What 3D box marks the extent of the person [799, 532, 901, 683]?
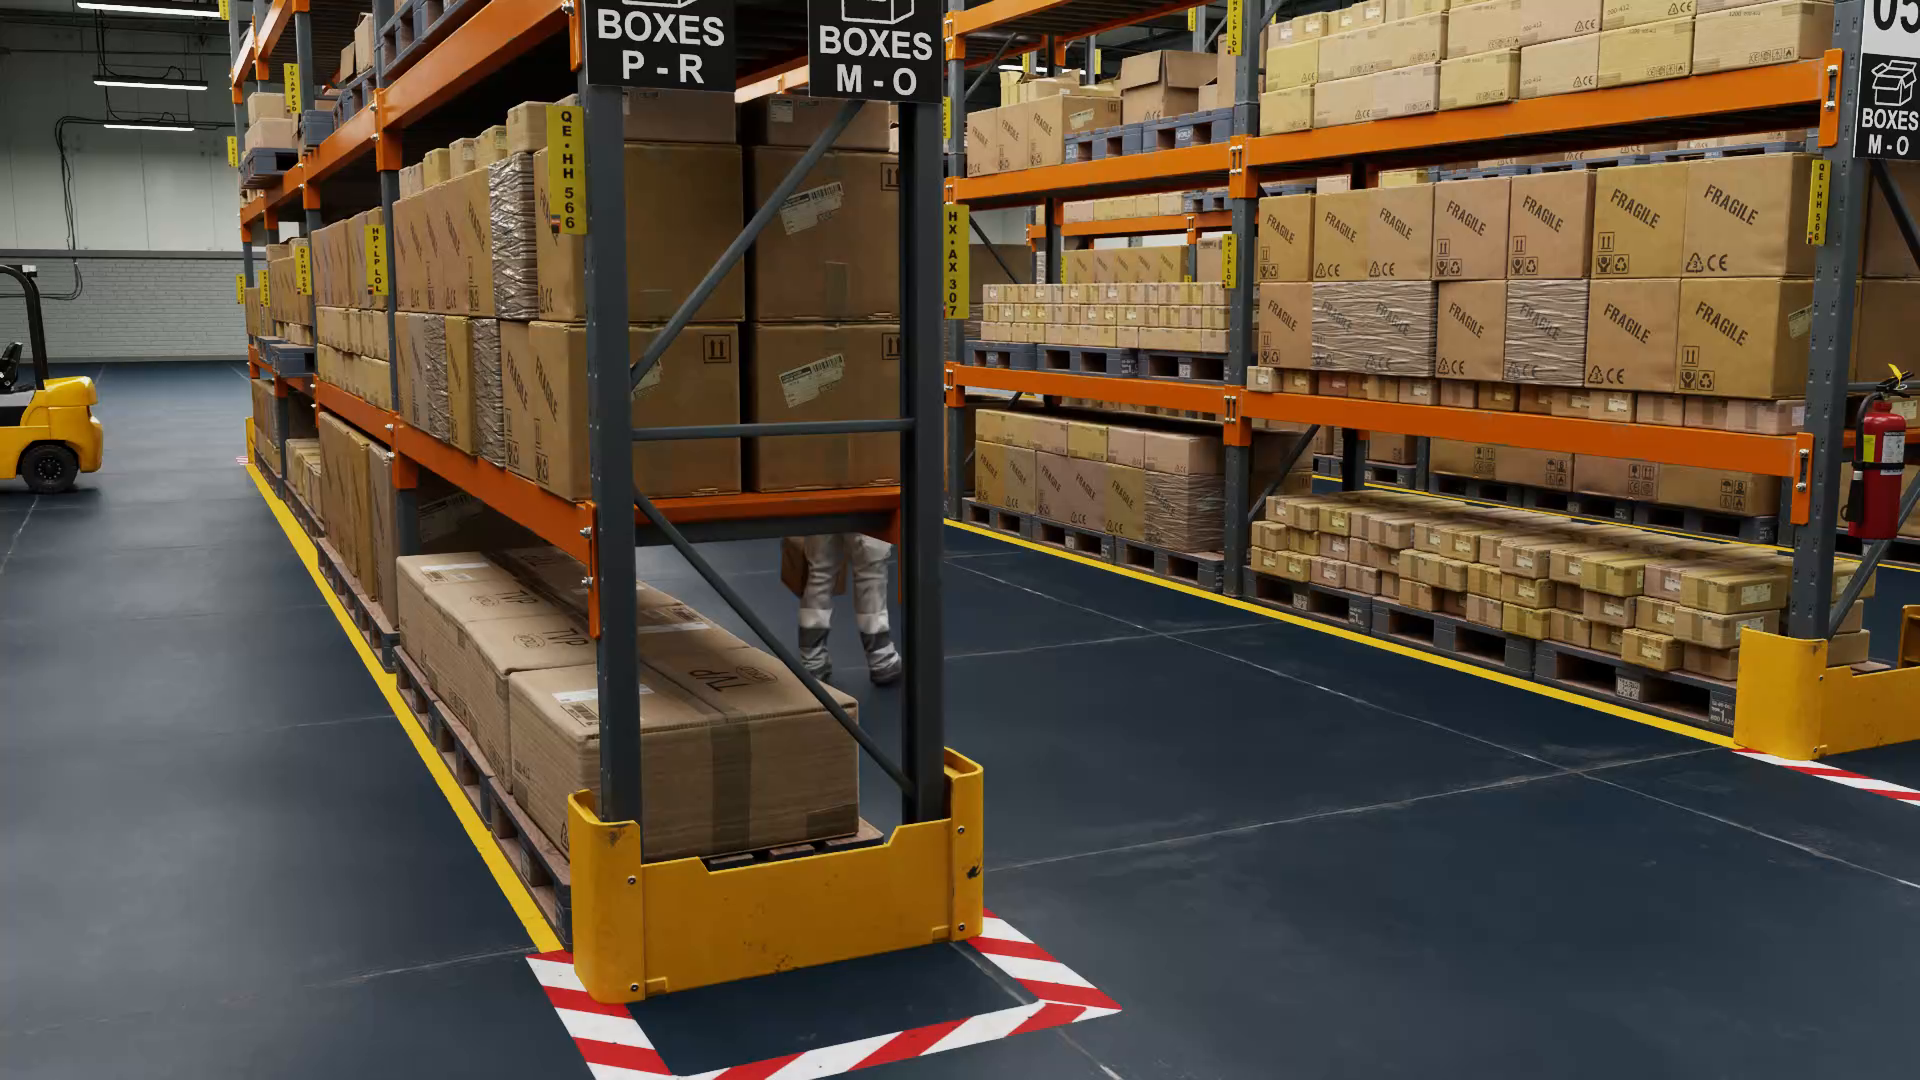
[{"bbox_3d":[-0.500,-0.215,8.033,0.560,1.796,0.515,8,12,44],"label":"person"}]
